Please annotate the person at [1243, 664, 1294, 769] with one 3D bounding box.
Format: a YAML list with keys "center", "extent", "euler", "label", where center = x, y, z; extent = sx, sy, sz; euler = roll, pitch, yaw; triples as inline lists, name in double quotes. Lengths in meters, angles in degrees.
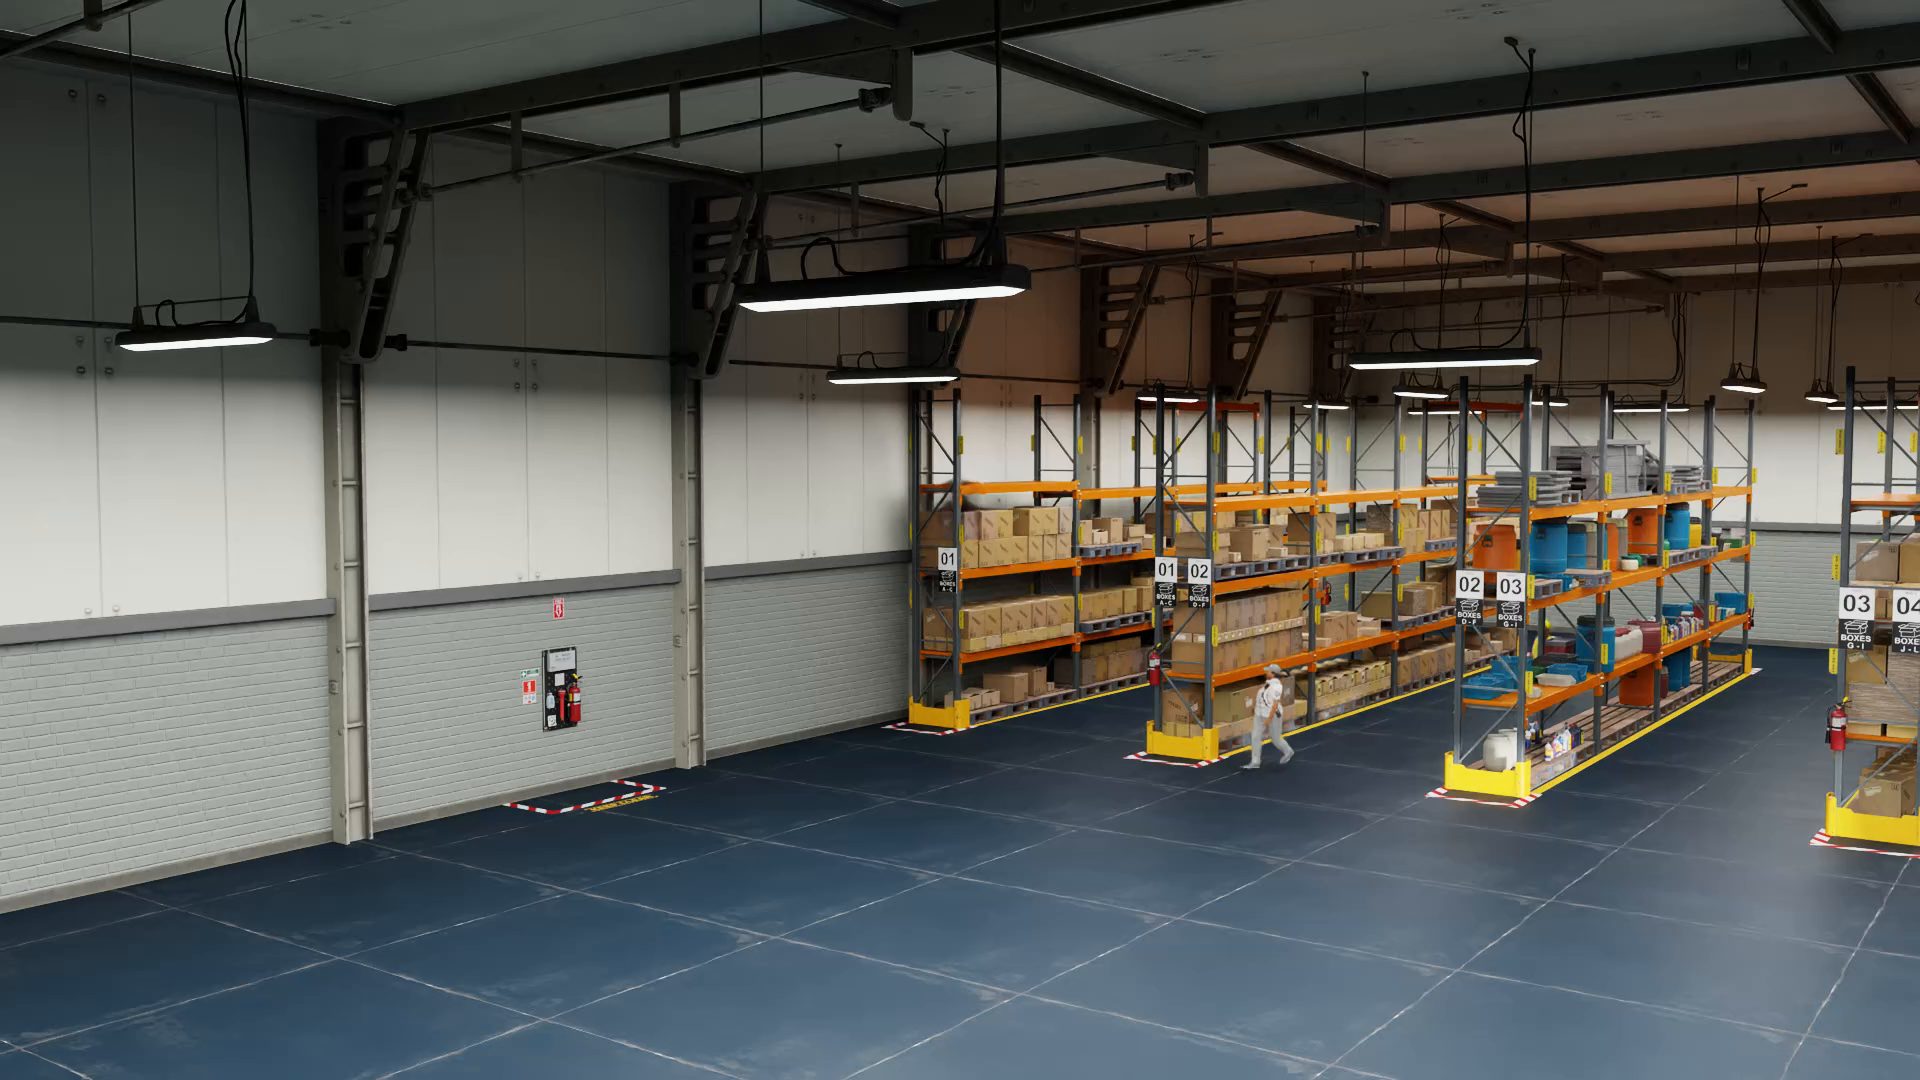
- center: [4.807, 2.719, 25.734]
  extent: [0.483, 1.621, 0.878]
  euler: [3, 5, 45]
  label: "person"

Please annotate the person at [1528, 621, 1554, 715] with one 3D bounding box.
- center: [10.819, 2.375, 30.941]
  extent: [0.671, 1.730, 0.986]
  euler: [3, 4, 41]
  label: "person"
